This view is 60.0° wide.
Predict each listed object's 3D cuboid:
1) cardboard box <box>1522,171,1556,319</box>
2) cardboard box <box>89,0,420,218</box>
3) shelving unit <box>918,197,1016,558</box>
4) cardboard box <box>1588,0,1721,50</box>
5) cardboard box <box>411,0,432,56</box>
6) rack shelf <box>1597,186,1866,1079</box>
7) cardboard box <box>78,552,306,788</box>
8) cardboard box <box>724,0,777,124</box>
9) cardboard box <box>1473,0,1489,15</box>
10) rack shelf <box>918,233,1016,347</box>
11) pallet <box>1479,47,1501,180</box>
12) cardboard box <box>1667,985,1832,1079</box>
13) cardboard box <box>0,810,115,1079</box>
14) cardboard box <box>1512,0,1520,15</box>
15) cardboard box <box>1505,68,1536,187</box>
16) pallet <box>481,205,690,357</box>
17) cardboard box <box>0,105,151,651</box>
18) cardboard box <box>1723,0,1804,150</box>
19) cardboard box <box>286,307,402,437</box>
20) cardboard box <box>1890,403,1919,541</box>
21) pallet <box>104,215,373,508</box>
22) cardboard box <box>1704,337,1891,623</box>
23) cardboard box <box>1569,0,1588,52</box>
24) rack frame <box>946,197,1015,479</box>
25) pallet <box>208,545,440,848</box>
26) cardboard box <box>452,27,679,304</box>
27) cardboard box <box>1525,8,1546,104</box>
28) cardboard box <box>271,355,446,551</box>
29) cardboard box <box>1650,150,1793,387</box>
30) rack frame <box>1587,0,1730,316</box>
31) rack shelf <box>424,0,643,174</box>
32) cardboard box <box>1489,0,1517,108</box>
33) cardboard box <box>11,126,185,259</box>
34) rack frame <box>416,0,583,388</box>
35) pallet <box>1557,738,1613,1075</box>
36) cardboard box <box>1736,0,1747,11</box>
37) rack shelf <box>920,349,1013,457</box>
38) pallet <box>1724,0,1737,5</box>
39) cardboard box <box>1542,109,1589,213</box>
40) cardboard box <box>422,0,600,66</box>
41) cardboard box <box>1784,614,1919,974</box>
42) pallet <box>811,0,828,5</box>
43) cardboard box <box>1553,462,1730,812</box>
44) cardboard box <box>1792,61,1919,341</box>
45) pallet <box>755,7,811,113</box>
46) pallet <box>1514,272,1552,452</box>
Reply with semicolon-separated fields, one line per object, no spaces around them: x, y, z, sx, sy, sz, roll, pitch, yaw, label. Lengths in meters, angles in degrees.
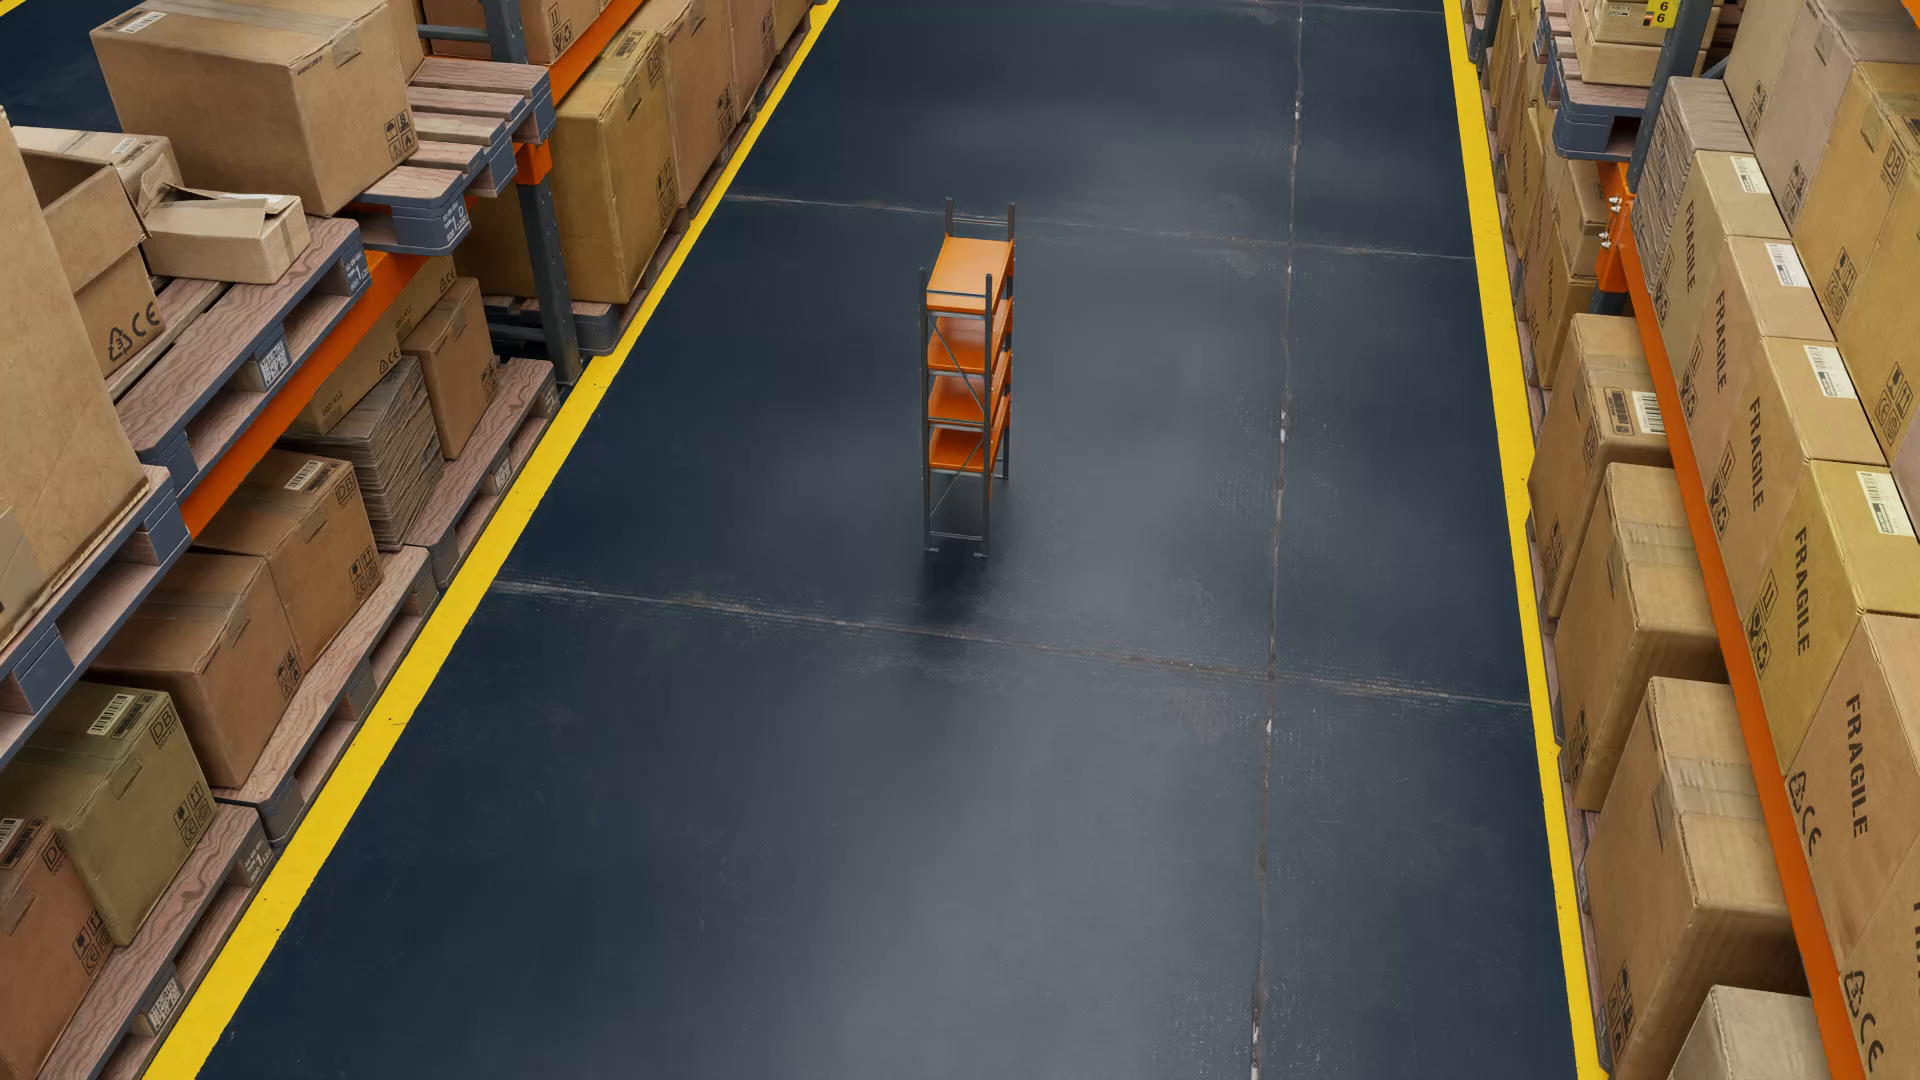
2.701;-1.249;7.038;0.500;0.500;0.500;8;40;9;cardboard box
-2.168;-1.389;5.168;0.700;0.500;0.500;12;41;14;cardboard box
0.029;-0.566;5.993;0.258;1.200;0.503;6;40;8;shelving unit
2.388;-1.823;5.735;0.380;0.149;0.250;7;40;9;cardboard box
-2.275;-2.269;6.562;0.500;0.500;0.500;8;40;9;cardboard box
2.405;0.250;4.159;1.077;0.370;4.000;6;40;8;rack shelf
-2.484;0.380;5.053;0.700;0.500;0.500;3;40;4;cardboard box
-1.669;-2.782;8.598;1.225;0.875;0.875;5;40;6;cardboard box
3.176;-3.140;9.602;0.380;0.149;0.250;7;40;8;cardboard box
0.029;-0.869;5.743;0.258;0.148;0.480;6;40;8;rack shelf
3.310;-2.230;8.781;1.003;0.211;1.213;6;40;8;pallet
2.078;1.533;3.478;1.050;0.750;0.750;6;40;7;cardboard box
-2.681;1.028;4.269;0.700;0.500;0.500;4;40;4;cardboard box
3.055;-2.846;8.382;0.500;0.250;0.500;5;40;6;cardboard box
2.887;-1.895;7.820;0.500;0.500;0.500;7;40;8;cardboard box
-1.906;-1.305;7.663;1.003;0.211;1.213;6;40;8;pallet
-2.533;-0.259;3.409;1.000;1.000;1.000;7;40;8;cardboard box
2.664;-1.426;4.758;0.700;0.500;0.500;6;40;7;cardboard box
-2.284;-0.631;5.687;0.500;0.250;0.500;11;41;13;cardboard box
2.314;-0.149;3.213;0.700;0.500;0.500;7;40;8;cardboard box
-2.419;-0.572;4.739;1.003;0.211;1.213;6;40;8;pallet
2.146;-0.121;3.964;0.500;0.500;0.500;6;40;7;cardboard box
2.429;-1.864;6.018;0.380;0.149;0.250;6;40;8;cardboard box
0.071;-0.719;6.179;0.240;1.200;0.015;6;40;8;rack frame
-2.466;0.435;5.558;1.003;0.211;1.213;6;40;8;pallet
-1.976;-1.667;7.250;1.225;0.875;0.875;5;40;6;cardboard box
2.873;-2.192;7.591;0.500;0.250;0.500;8;40;9;cardboard box
-2.296;-0.327;5.908;0.700;0.500;0.500;3;40;4;cardboard box
2.323;-0.750;4.725;0.500;0.500;0.500;6;40;7;cardboard box
2.751;-1.283;5.448;1.000;3.000;0.127;6;40;8;rack frame
-1.770;-2.871;7.933;1.077;0.370;4.000;6;40;8;rack shelf
3.054;-2.557;8.621;0.500;0.500;0.500;8;40;9;cardboard box
-2.633;-0.971;4.858;0.500;0.250;0.500;5;40;6;cardboard box
-2.116;-1.893;6.186;1.000;3.000;0.127;6;40;8;rack frame
2.327;1.042;4.824;1.003;0.211;1.213;6;40;8;pallet
3.166;-2.114;6.320;0.380;0.149;0.250;8;40;10;cardboard box
0.029;-0.514;6.036;0.258;0.148;0.480;6;40;8;rack shelf
3.054;-2.456;7.017;1.003;0.211;1.213;6;40;8;pallet
2.688;-1.547;6.810;0.500;0.250;0.500;7;40;8;cardboard box
-1.764;-2.207;6.487;0.500;0.500;0.500;8;40;9;cardboard box
1.974;0.515;3.195;0.500;0.500;0.500;6;40;7;cardboard box
-1.215;-3.797;10.677;1.003;0.211;1.213;6;40;8;pallet
2.409;0.344;4.916;1.050;0.750;0.750;7;40;8;cardboard box
2.491;-0.786;3.984;0.700;0.500;0.500;6;40;7;cardboard box
-1.483;-2.836;9.515;1.003;0.211;1.213;6;40;8;pallet
2.888;-0.698;6.929;1.003;0.211;1.213;6;40;8;pallet
